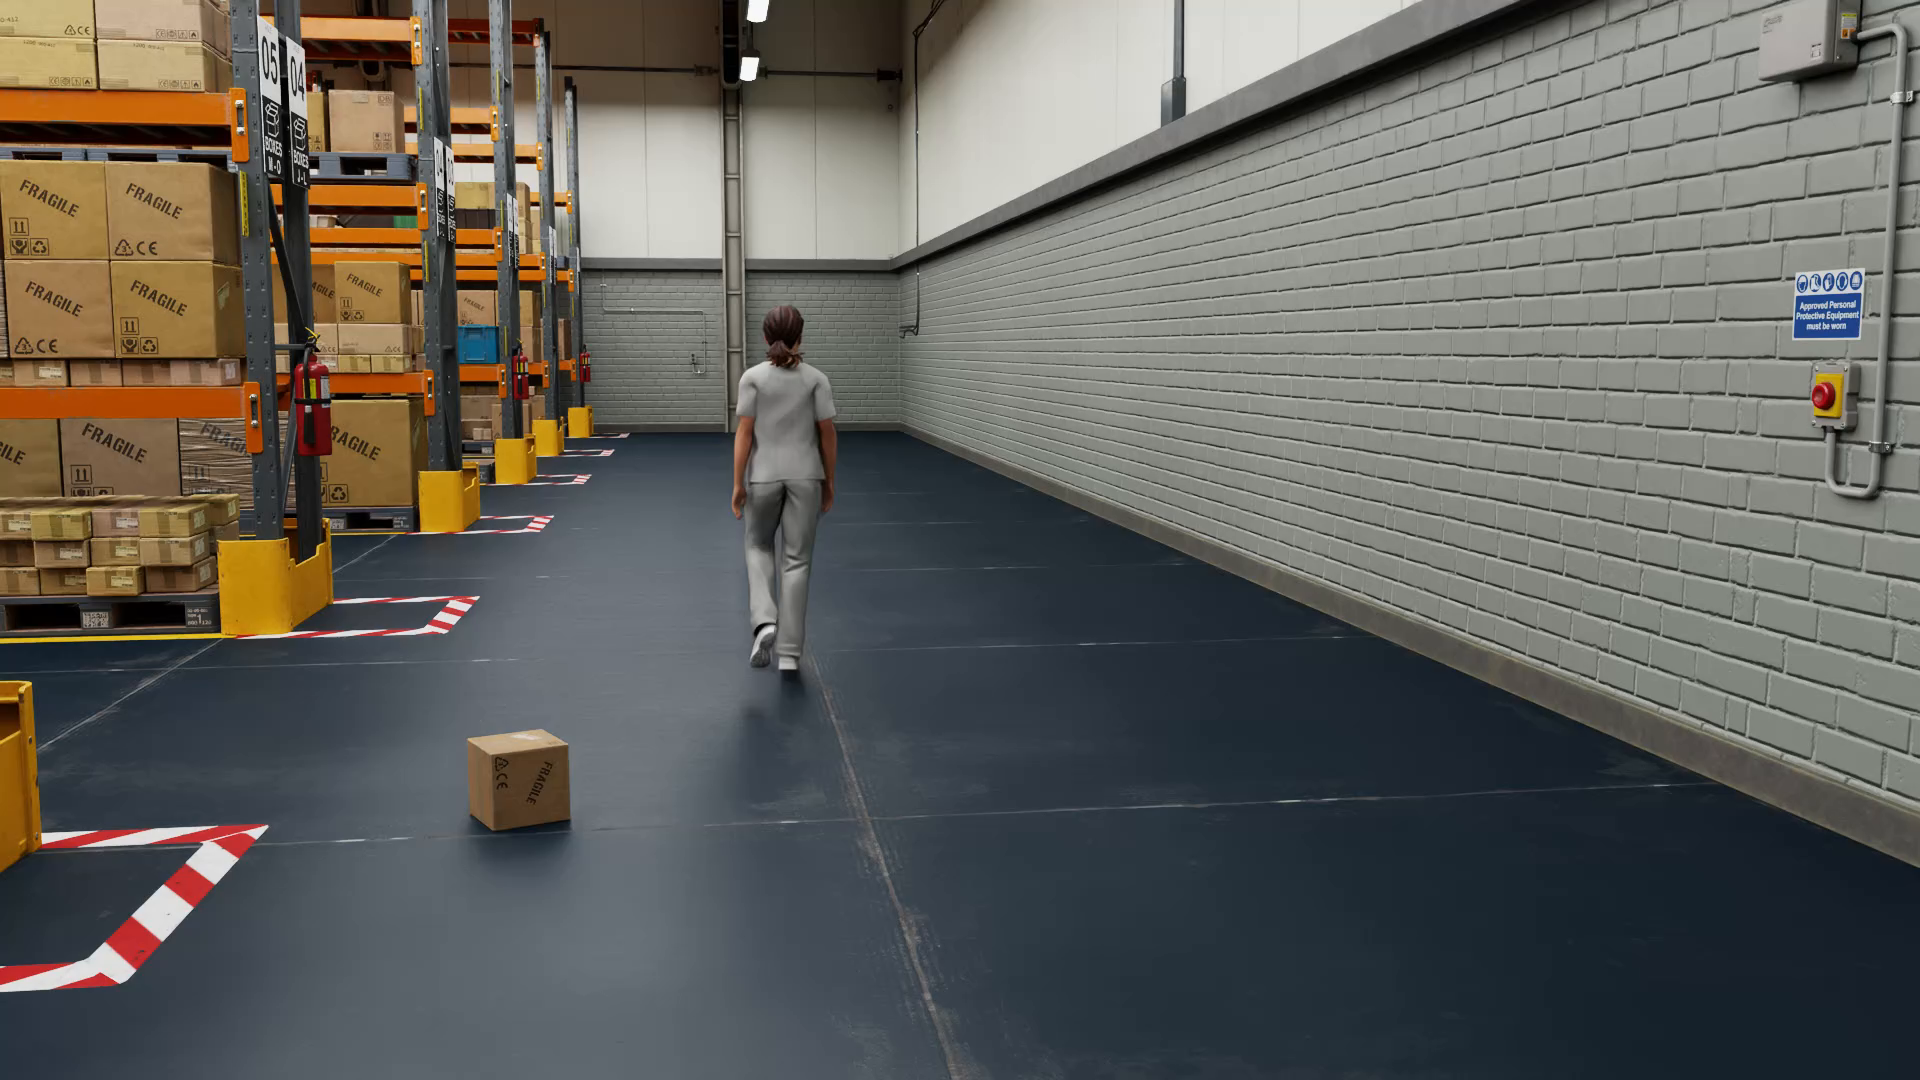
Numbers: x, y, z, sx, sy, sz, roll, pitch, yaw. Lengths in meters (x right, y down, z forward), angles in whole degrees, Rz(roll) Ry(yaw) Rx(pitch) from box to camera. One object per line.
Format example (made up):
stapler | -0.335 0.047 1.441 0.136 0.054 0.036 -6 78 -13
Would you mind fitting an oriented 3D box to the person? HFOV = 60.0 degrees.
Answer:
person | -0.806 -0.228 7.683 0.477 1.690 0.486 0 7 -3
